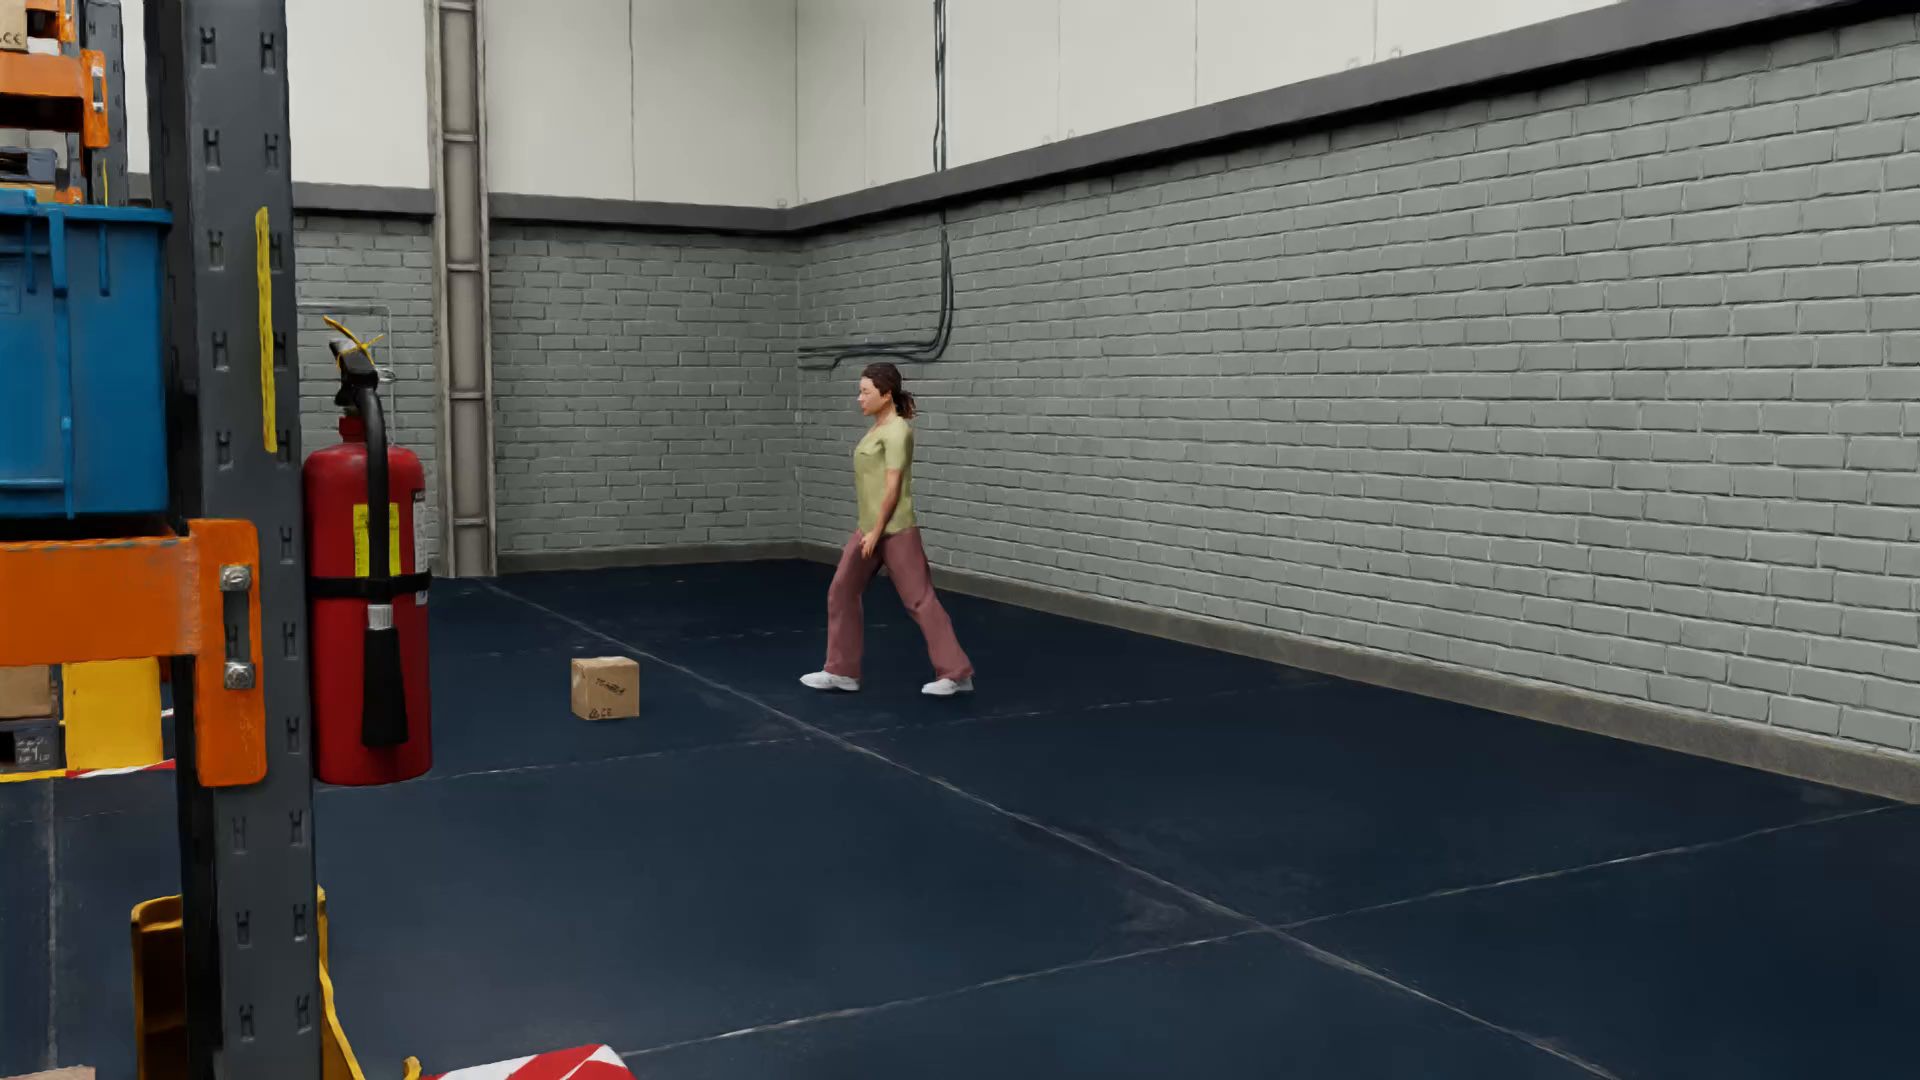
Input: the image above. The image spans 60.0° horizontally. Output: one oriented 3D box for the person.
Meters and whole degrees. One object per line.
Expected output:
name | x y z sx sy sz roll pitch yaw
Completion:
person | -0.352 -0.049 8.152 0.788 1.632 0.534 -2 5 -20
